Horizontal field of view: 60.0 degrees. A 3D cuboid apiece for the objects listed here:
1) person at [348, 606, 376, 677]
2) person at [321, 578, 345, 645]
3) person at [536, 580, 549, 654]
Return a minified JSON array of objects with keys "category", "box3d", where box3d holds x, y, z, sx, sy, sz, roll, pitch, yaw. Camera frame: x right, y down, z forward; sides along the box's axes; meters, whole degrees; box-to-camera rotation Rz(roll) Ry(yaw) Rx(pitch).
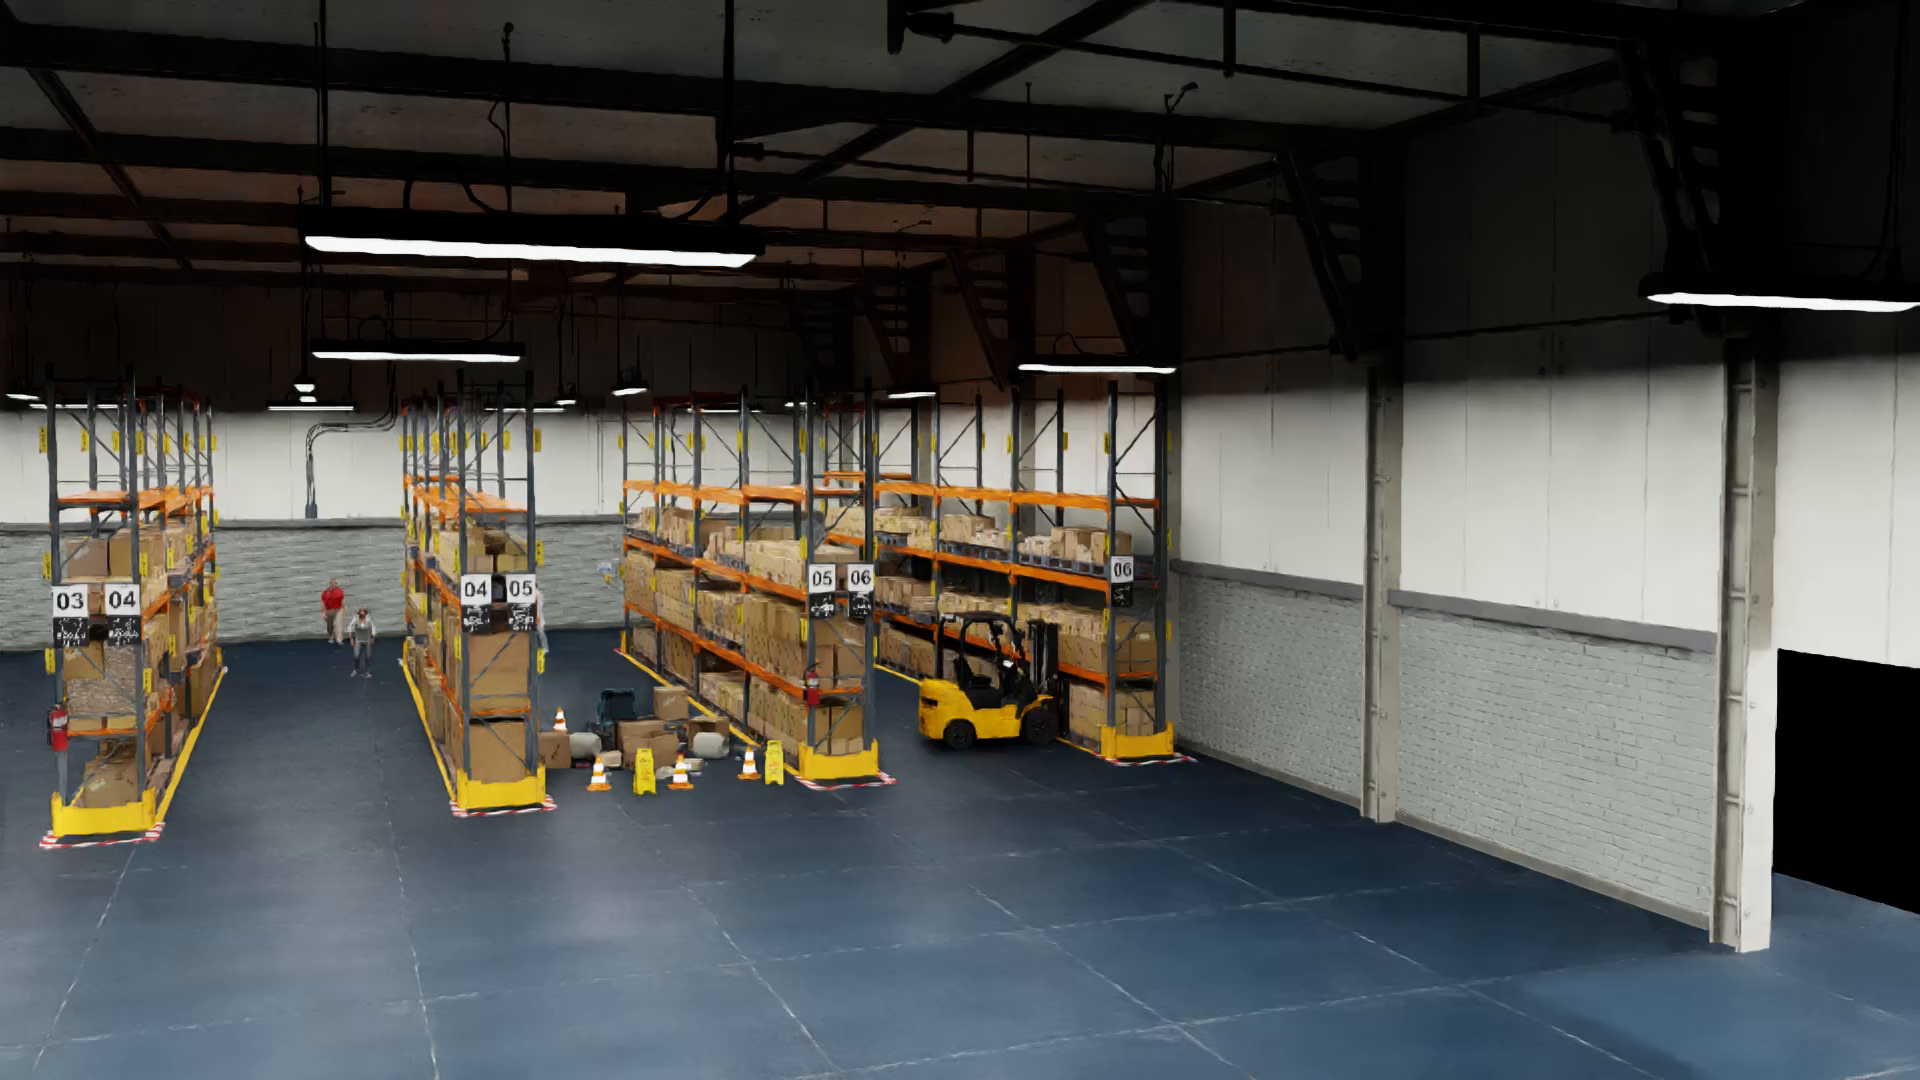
[{"category":"person","box3d":[-12.768,2.164,35.504,0.566,1.541,0.519,-1,4,-23]},{"category":"person","box3d":[-15.481,1.756,41.066,0.542,1.631,1.126,-1,4,-19]},{"category":"person","box3d":[-10.057,1.814,39.411,0.593,1.779,0.696,-3,4,-41]}]
